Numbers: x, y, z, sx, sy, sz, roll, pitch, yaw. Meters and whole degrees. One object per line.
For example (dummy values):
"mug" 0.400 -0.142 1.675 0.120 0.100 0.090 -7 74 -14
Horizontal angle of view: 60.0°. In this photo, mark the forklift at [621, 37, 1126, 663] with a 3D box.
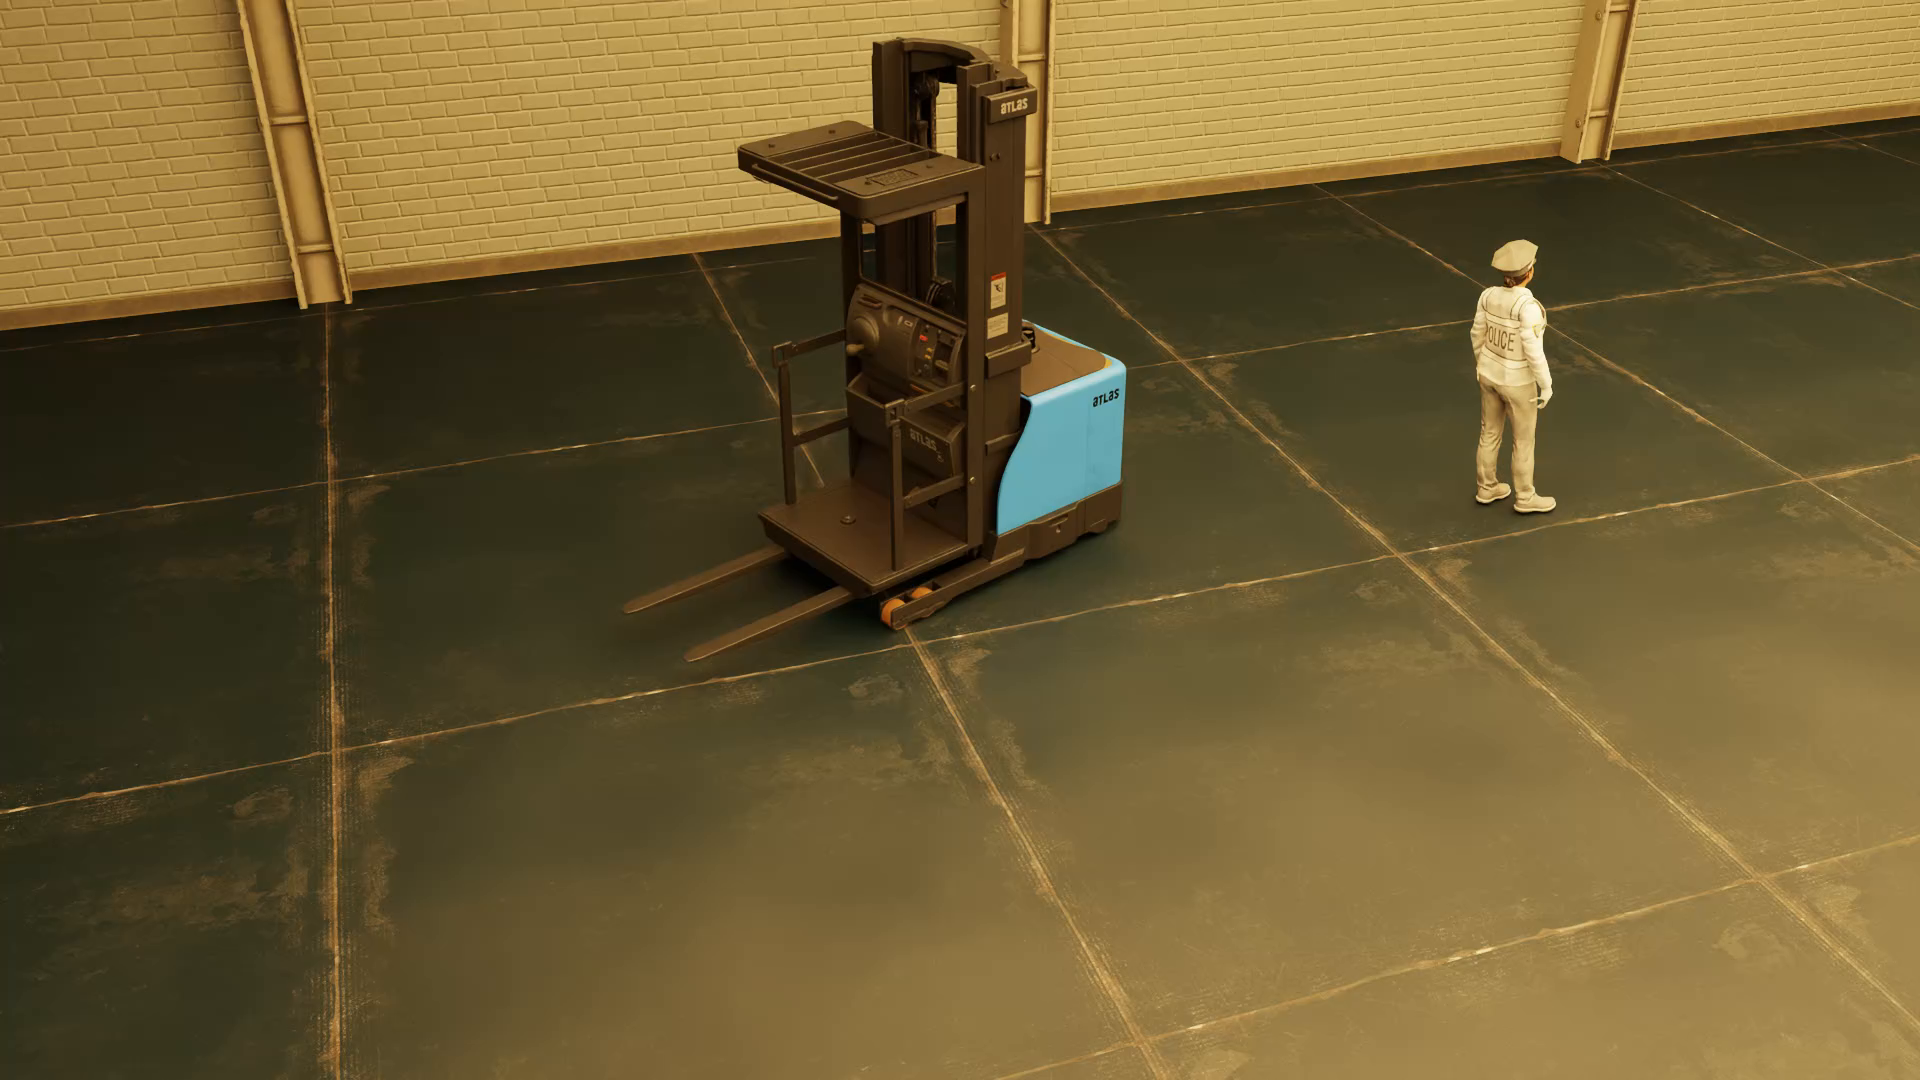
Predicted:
"forklift" -0.461 -1.072 8.951 3.031 2.935 1.130 -23 37 -34

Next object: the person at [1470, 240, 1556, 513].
"person" 3.357 -0.991 10.036 0.534 1.697 0.588 -16 34 -25
